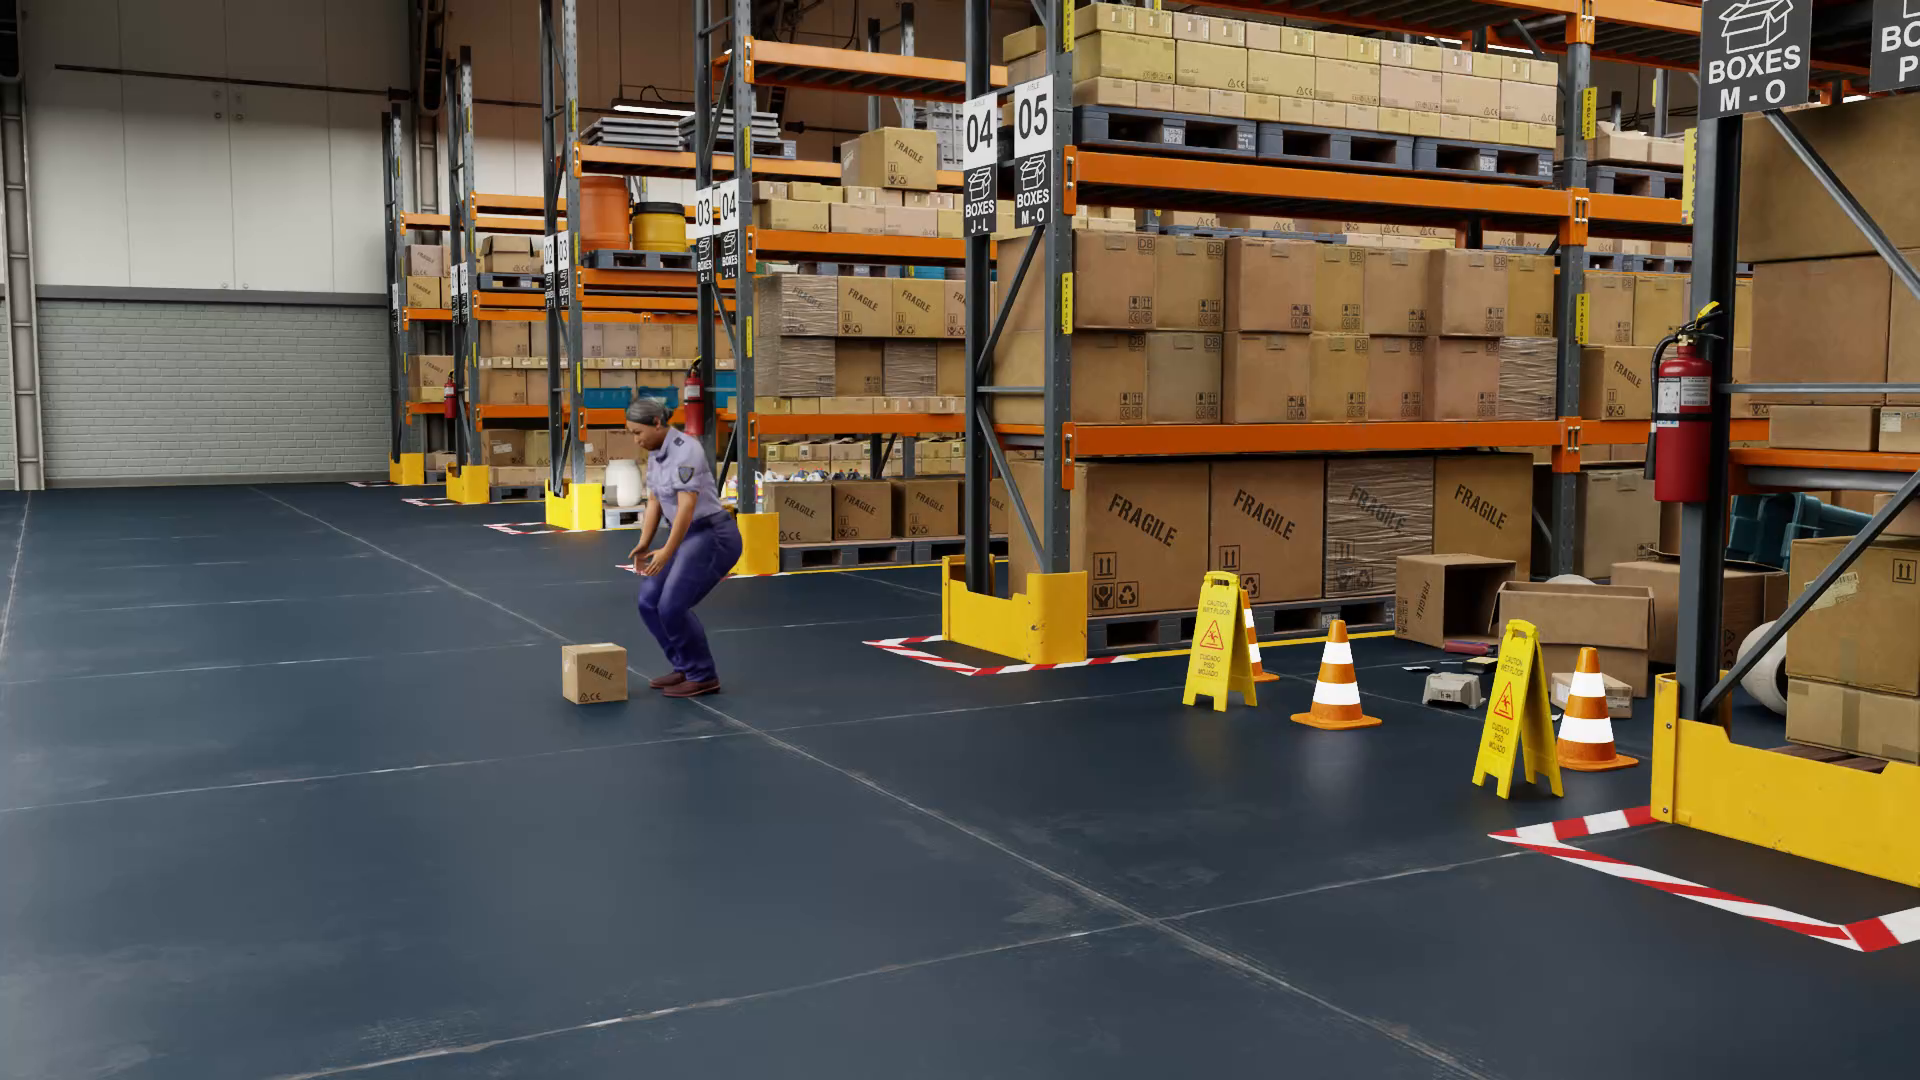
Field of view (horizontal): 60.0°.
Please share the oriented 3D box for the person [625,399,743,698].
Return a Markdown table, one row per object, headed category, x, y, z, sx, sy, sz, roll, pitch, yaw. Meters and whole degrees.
| category | x | y | z | sx | sy | sz | roll | pitch | yaw |
| --- | --- | --- | --- | --- | --- | --- | --- | --- | --- |
| person | -1.370 | 0.035 | 8.272 | 0.573 | 1.469 | 0.528 | -3 | 6 | -28 |
